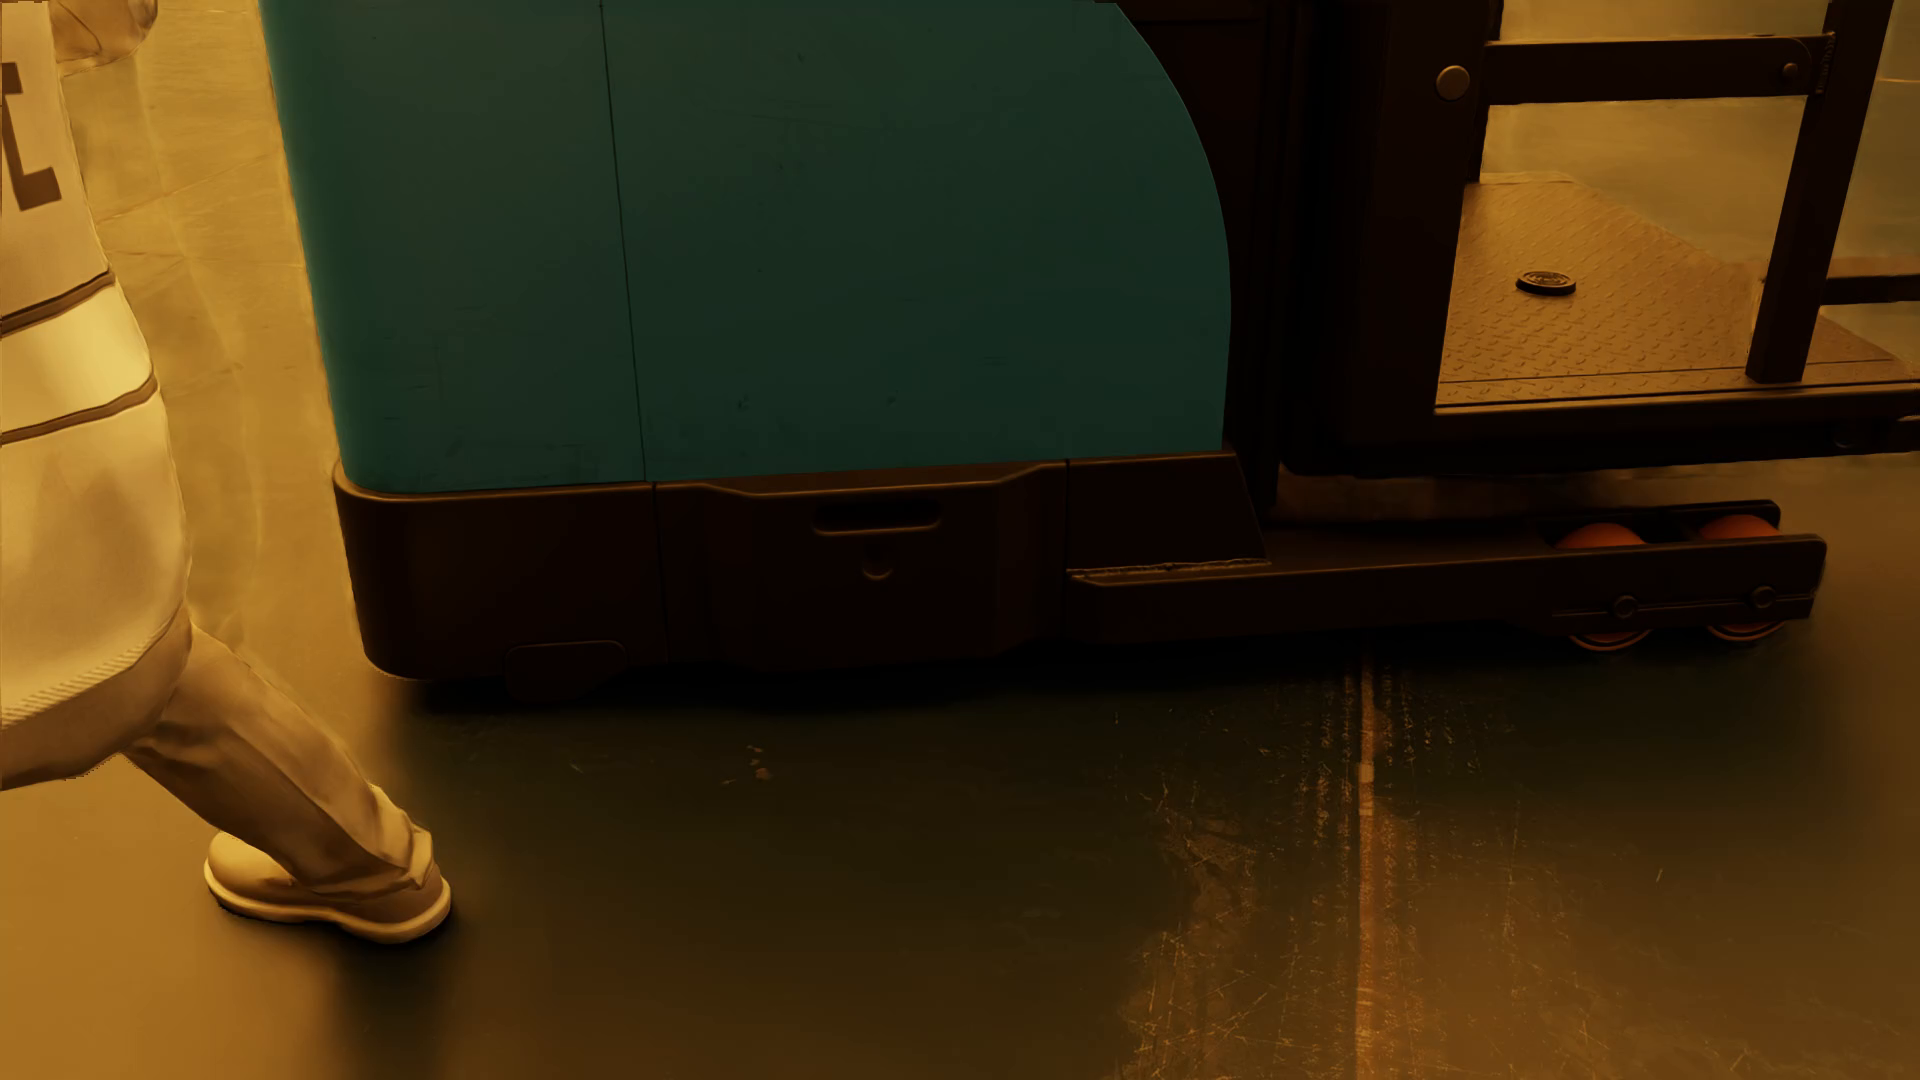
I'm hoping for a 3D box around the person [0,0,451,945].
[{"bbox_3d":[-0.780,-0.034,0.957,0.634,1.449,1.140,16,31,28],"label":"person"}]

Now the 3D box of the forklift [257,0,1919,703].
[{"bbox_3d":[0.699,-1.394,2.010,3.031,2.935,1.130,-3,27,-7],"label":"forklift"}]
